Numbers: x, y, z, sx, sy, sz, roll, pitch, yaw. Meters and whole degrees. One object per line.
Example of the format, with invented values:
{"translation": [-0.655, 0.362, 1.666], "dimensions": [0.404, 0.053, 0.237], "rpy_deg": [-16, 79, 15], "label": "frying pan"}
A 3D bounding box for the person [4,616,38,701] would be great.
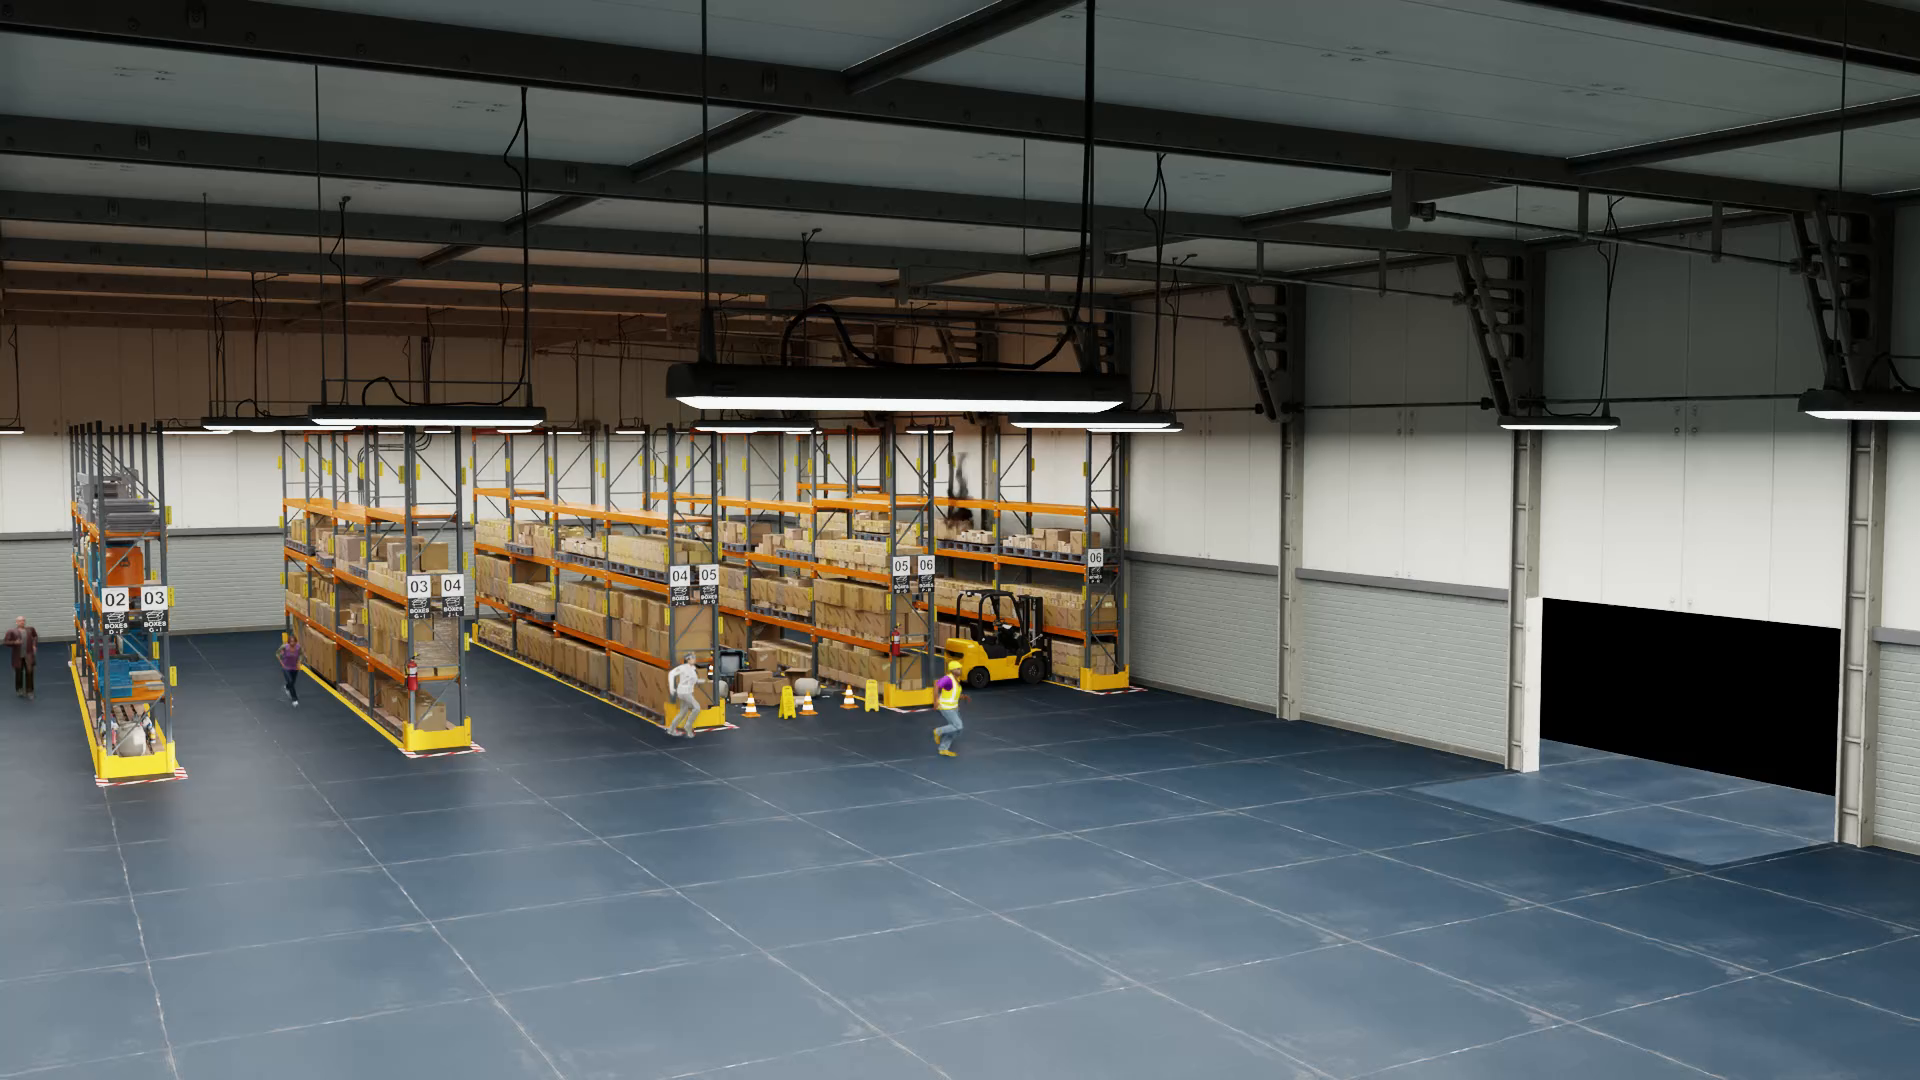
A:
{"translation": [-20.517, 2.674, 36.384], "dimensions": [0.695, 1.621, 0.916], "rpy_deg": [-3, 4, -37], "label": "person"}

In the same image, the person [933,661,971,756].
{"translation": [-0.151, 3.029, 29.897], "dimensions": [0.662, 1.709, 0.746], "rpy_deg": [1, 4, 21], "label": "person"}

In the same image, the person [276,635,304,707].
{"translation": [-14.371, 2.778, 35.633], "dimensions": [0.557, 1.548, 0.894], "rpy_deg": [-2, 4, -29], "label": "person"}

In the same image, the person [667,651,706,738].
{"translation": [-5.192, 2.928, 31.518], "dimensions": [0.771, 1.668, 0.640], "rpy_deg": [1, 4, 15], "label": "person"}
